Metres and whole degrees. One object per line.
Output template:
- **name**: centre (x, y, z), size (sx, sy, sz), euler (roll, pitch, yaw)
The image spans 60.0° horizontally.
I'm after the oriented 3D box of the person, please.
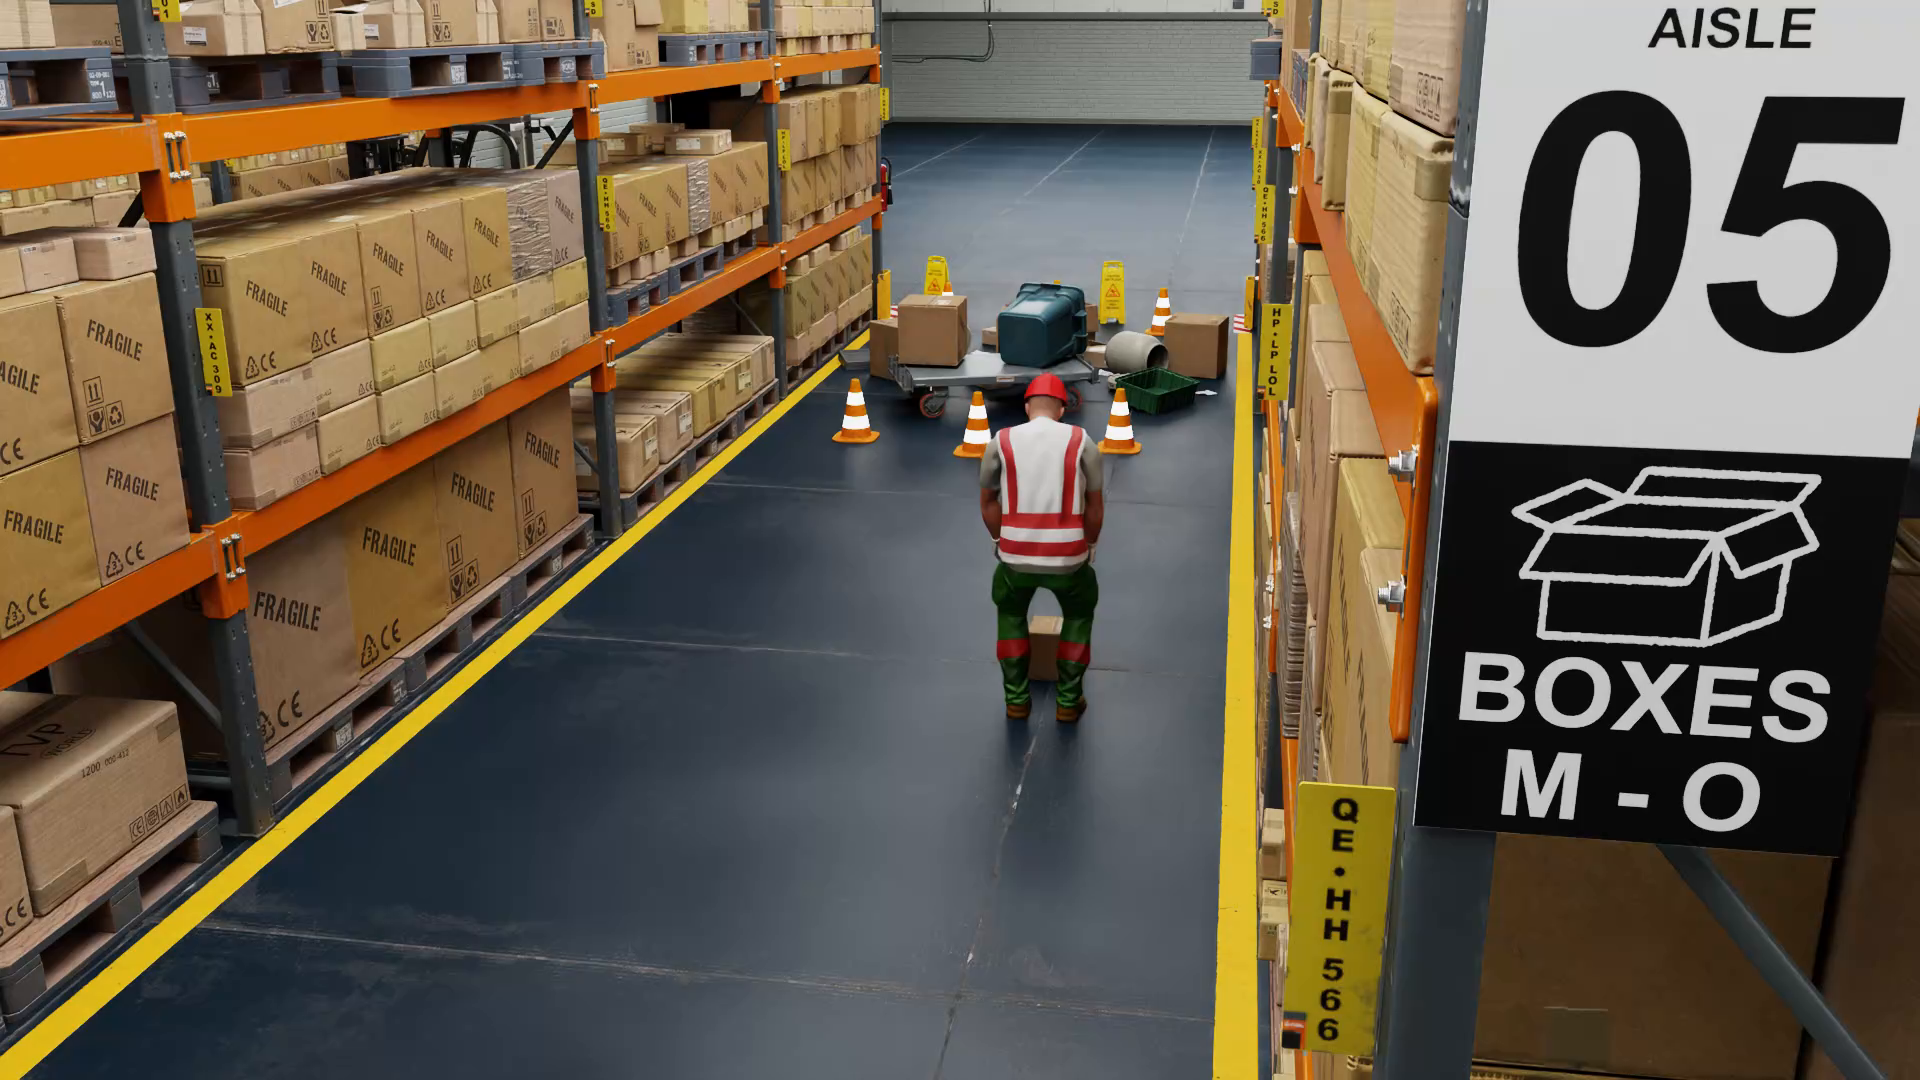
- **person**: centre (0.370, 0.044, 7.725), size (0.575, 1.578, 0.647), euler (3, 18, 10)
